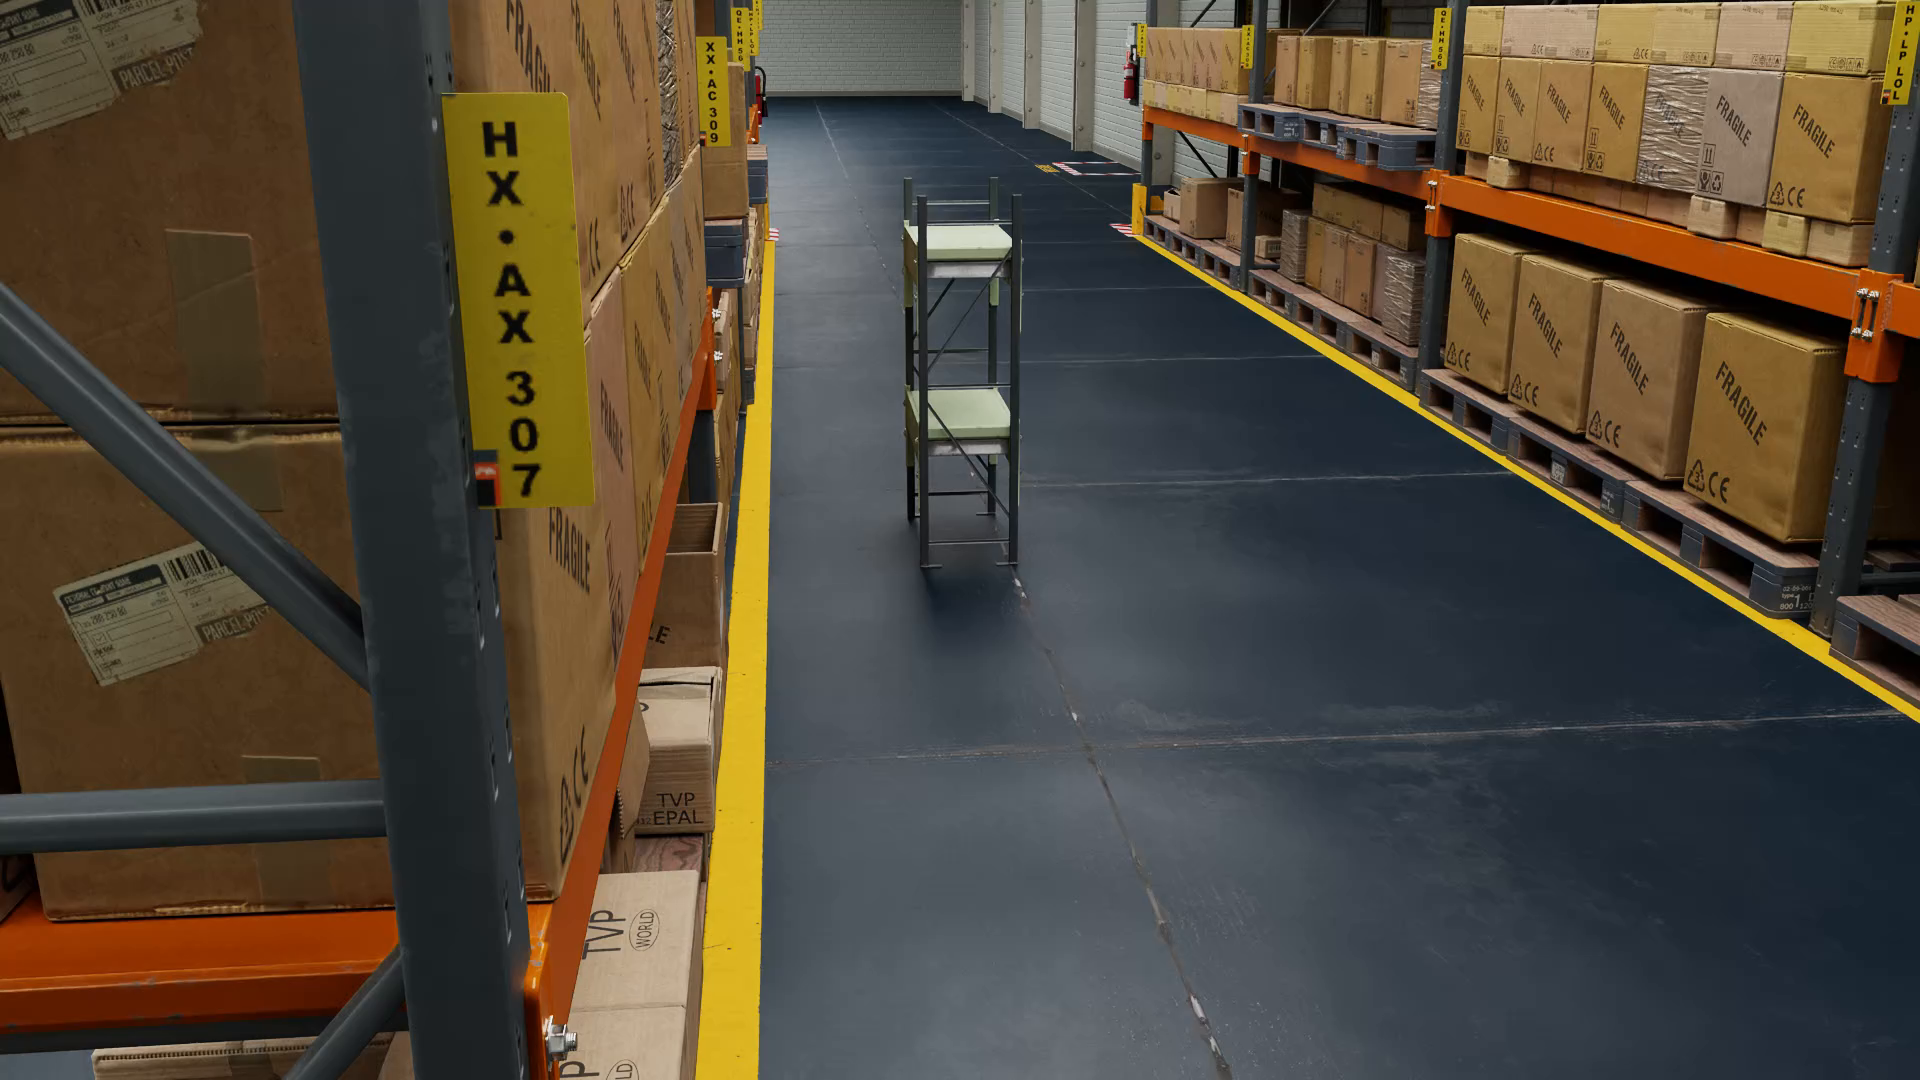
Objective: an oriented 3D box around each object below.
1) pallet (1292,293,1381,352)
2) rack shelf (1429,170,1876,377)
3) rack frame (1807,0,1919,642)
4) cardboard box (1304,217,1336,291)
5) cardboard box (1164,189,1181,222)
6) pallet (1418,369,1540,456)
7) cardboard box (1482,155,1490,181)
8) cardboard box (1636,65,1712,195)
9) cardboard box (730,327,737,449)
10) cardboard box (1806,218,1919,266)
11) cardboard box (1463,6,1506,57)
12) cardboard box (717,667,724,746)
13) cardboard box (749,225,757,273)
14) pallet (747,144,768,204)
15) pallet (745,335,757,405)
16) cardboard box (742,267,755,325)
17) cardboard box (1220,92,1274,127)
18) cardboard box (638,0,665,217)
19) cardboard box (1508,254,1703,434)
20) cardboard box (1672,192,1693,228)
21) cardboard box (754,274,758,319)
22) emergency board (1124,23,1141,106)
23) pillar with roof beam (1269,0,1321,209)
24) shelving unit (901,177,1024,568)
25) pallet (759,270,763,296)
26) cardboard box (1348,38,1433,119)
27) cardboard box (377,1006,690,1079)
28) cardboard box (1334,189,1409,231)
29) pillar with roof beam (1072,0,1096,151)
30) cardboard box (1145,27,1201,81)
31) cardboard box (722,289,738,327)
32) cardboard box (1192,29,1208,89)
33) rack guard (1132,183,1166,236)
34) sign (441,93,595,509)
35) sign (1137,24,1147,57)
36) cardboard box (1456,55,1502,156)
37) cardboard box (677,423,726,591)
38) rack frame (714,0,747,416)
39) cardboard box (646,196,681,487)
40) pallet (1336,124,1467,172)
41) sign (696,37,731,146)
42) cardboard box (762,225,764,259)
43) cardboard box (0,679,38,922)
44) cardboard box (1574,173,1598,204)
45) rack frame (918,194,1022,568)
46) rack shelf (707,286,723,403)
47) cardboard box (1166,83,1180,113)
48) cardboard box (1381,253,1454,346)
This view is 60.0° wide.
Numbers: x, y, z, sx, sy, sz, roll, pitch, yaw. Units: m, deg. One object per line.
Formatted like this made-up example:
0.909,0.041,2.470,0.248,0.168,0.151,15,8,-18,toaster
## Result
3.012,-1.555,11.779,1.003,0.211,1.213,-2,18,-6,pallet
3.421,-1.351,7.674,1.077,0.370,4.000,-2,18,-6,rack shelf
3.627,-1.098,5.668,1.000,3.000,0.127,-2,18,-6,rack frame
2.997,-2.128,12.386,0.700,0.500,0.500,-2,18,-7,cardboard box
2.371,-3.392,16.727,0.500,0.311,0.500,-4,18,-12,cardboard box
3.221,-0.723,9.126,1.003,0.211,1.213,-2,18,-6,pallet
3.035,-1.999,8.923,0.380,0.149,0.250,-2,17,-5,cardboard box
3.223,-1.729,6.979,0.500,0.500,0.500,-2,18,-6,cardboard box
-1.330,-0.728,7.926,0.500,0.500,0.500,-2,18,-8,cardboard box
3.310,-1.080,5.996,0.380,0.149,0.250,-2,18,-5,cardboard box
3.008,-2.695,8.806,0.500,0.250,0.500,-1,17,-4,cardboard box
-0.861,0.477,4.675,0.380,0.149,0.250,-2,18,-6,cardboard box
-1.689,-2.068,11.711,0.500,0.311,0.500,-2,18,-6,cardboard box
-1.573,-1.845,8.365,1.213,0.211,1.003,-2,18,-6,pallet
-1.759,-1.052,10.176,1.003,0.211,1.213,-2,18,-6,pallet
-1.475,-1.457,9.764,0.500,0.311,0.500,-1,17,-4,cardboard box
2.451,-3.552,13.699,0.500,0.250,0.500,-2,18,-6,cardboard box
-0.832,-0.874,3.116,0.500,0.500,0.500,-2,18,-6,cardboard box
3.244,-0.981,8.180,0.750,0.750,0.750,-2,18,-6,cardboard box
3.234,-1.385,6.966,0.380,0.149,0.250,-2,18,-6,cardboard box
-1.639,-1.647,11.304,0.500,0.250,0.500,-1,17,-5,cardboard box
2.486,-7.017,24.520,0.194,1.169,0.643,-2,18,-6,emergency board
-0.960,-7.221,15.155,9.100,9.000,0.400,-2,18,-6,pillar with roof beam
-0.001,-0.718,6.959,0.431,1.500,0.755,-2,18,-6,shelving unit
-2.166,-2.236,13.945,1.003,0.211,1.213,-2,18,-6,pallet
3.005,-3.058,11.008,0.700,0.500,0.500,-2,18,-6,cardboard box
-0.713,1.030,2.745,0.500,0.250,0.500,-2,18,-6,cardboard box
3.000,-2.352,11.848,0.500,0.250,0.500,-2,18,-7,cardboard box
-2.198,-10.796,26.543,9.100,9.000,0.400,-2,18,-6,pillar with roof beam
2.139,-4.818,16.480,0.500,0.500,0.500,-2,18,-6,cardboard box
-1.373,-1.223,8.252,0.500,0.250,0.500,-1,17,-4,cardboard box
2.347,-4.208,14.537,0.500,0.500,0.500,-2,18,-7,cardboard box
2.397,-3.458,17.358,1.175,0.500,0.348,-2,18,-6,rack guard
-0.348,-0.182,1.305,0.100,0.325,0.005,-2,18,-6,sign
1.849,-5.070,16.873,0.100,0.325,0.005,-2,18,-6,sign
3.010,-2.337,8.915,0.500,0.500,0.500,-1,17,-4,cardboard box
-1.108,-0.113,5.969,0.500,0.500,0.500,-3,18,-8,cardboard box
-1.713,-2.136,8.973,1.000,3.000,0.127,-2,18,-6,rack frame
-0.828,-0.393,3.253,0.500,0.500,0.500,-2,17,-5,cardboard box
3.035,-2.408,10.159,1.213,0.211,1.003,-2,18,-6,pallet
-0.761,-1.376,5.108,0.100,0.325,0.005,-2,18,-6,sign
-1.918,-2.513,14.063,0.500,0.250,0.500,-2,18,-6,cardboard box
-1.204,0.075,1.764,0.500,0.500,0.500,-1,17,-4,cardboard box
3.178,-1.692,7.945,0.380,0.149,0.250,-2,17,-5,cardboard box
0.037,-0.609,6.611,0.400,1.500,0.023,-2,18,-6,rack frame
-1.506,-1.197,7.183,1.077,0.370,4.000,-2,18,-6,rack shelf
2.238,-4.150,15.606,0.500,0.250,0.500,-2,18,-7,cardboard box
3.088,-1.520,10.451,0.700,0.500,0.500,-2,17,-5,cardboard box
